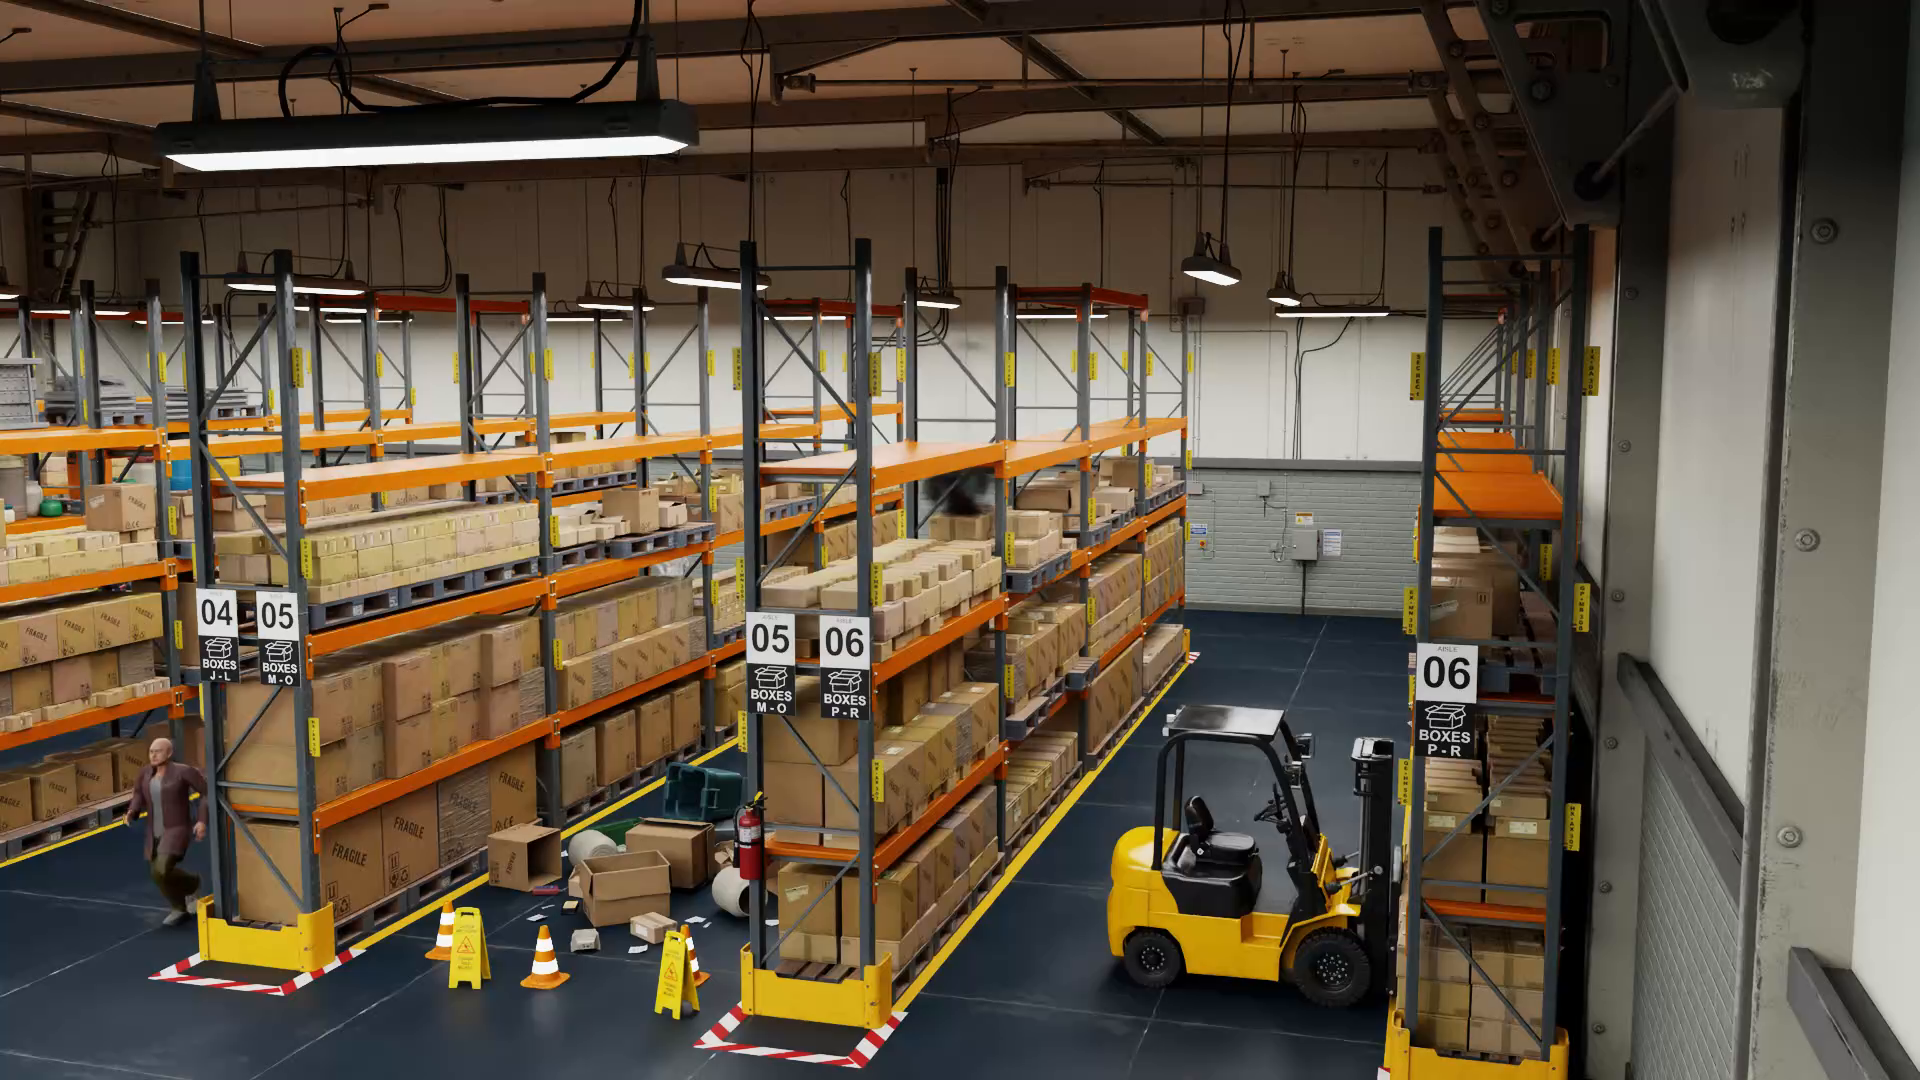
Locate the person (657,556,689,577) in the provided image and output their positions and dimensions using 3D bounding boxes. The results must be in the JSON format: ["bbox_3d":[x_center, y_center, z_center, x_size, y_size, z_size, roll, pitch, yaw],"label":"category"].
[{"bbox_3d":[-5.545,0.722,32.319,0.883,1.700,0.652,6,9,42],"label":"person"}]

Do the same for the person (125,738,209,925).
[{"bbox_3d":[-7.169,2.640,14.998,0.729,1.727,0.648,2,7,13],"label":"person"}]
